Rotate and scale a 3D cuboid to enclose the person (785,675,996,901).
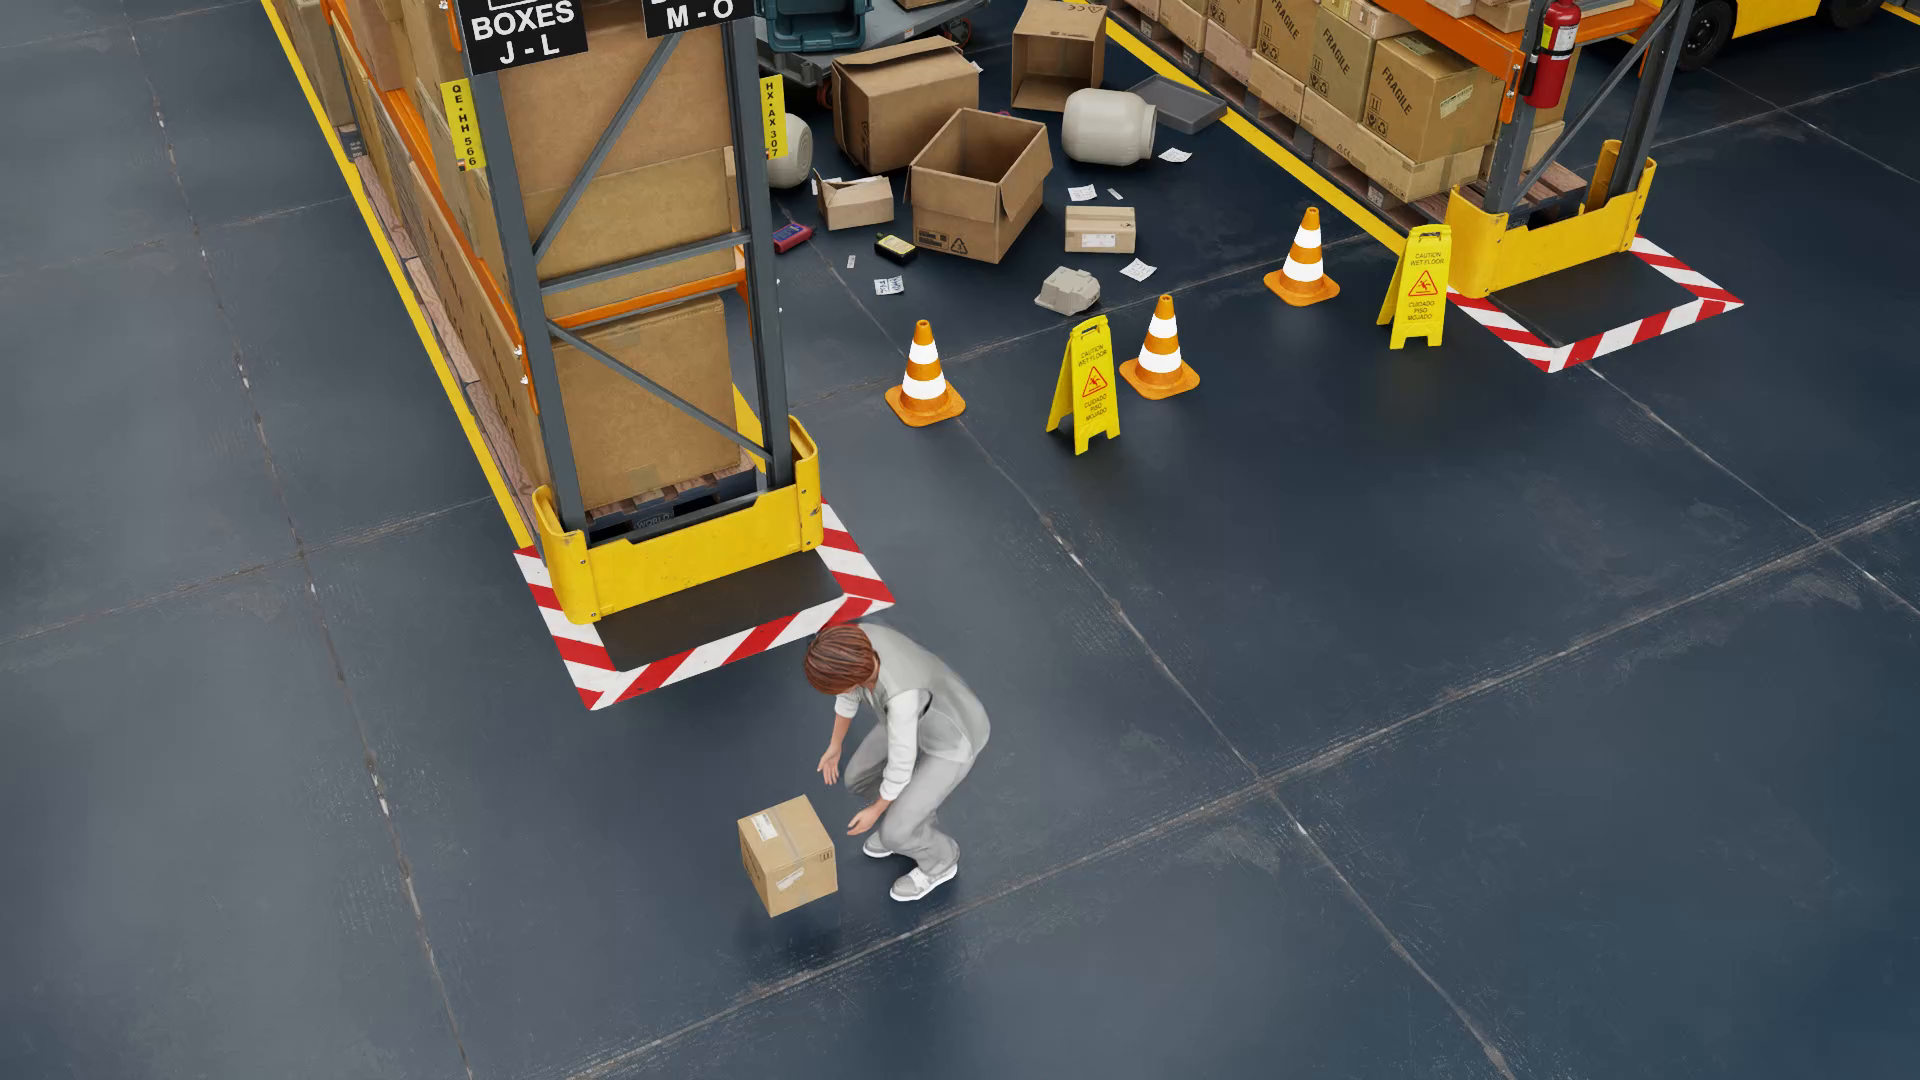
[{"bbox_3d":[-0.221,0.811,5.647,0.745,1.086,0.462,-19,45,-20],"label":"person"}]
